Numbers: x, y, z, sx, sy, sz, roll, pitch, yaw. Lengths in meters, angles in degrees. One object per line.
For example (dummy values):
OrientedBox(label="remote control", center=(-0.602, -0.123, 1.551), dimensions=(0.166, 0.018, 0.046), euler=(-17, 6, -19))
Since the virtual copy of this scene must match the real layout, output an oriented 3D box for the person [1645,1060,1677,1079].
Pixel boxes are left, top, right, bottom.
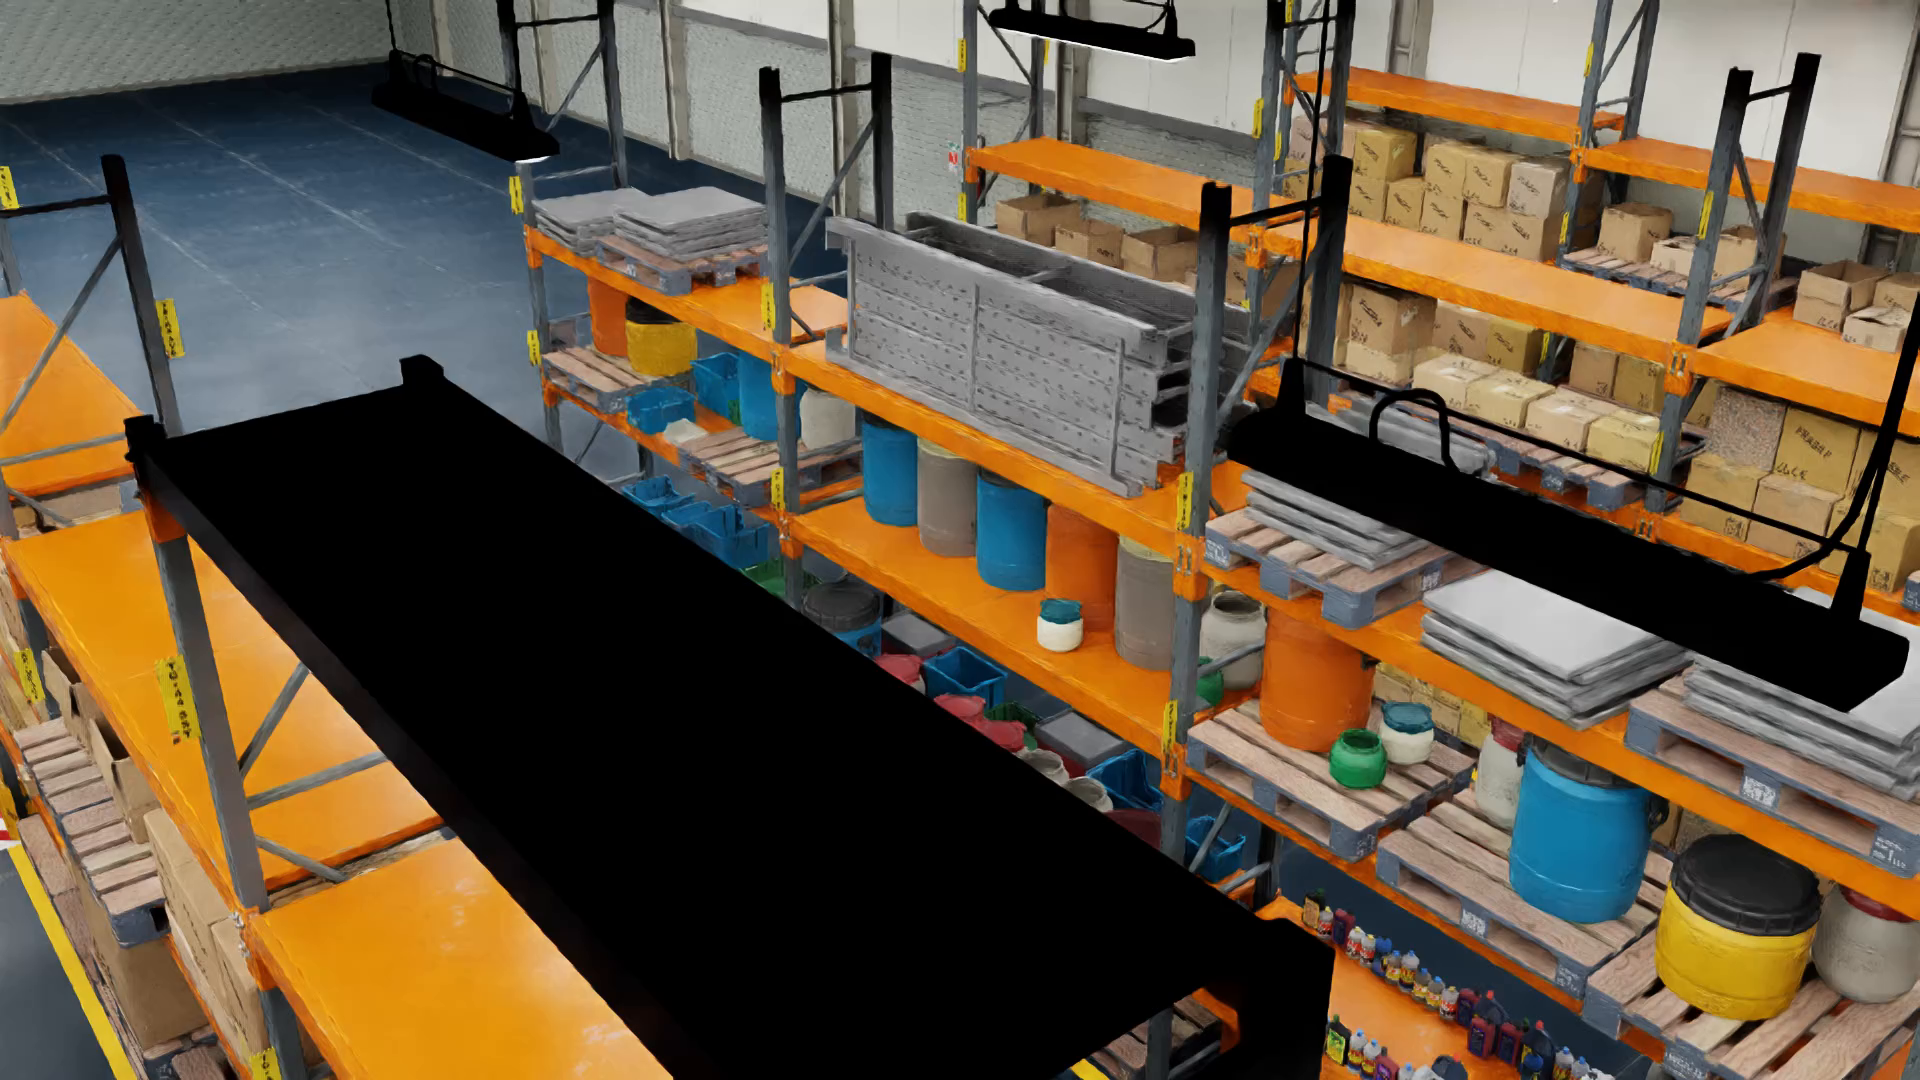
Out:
OrientedBox(label="person", center=(4.617, 2.945, 10.151), dimensions=(0.593, 1.745, 0.651), euler=(-7, 27, -14))
